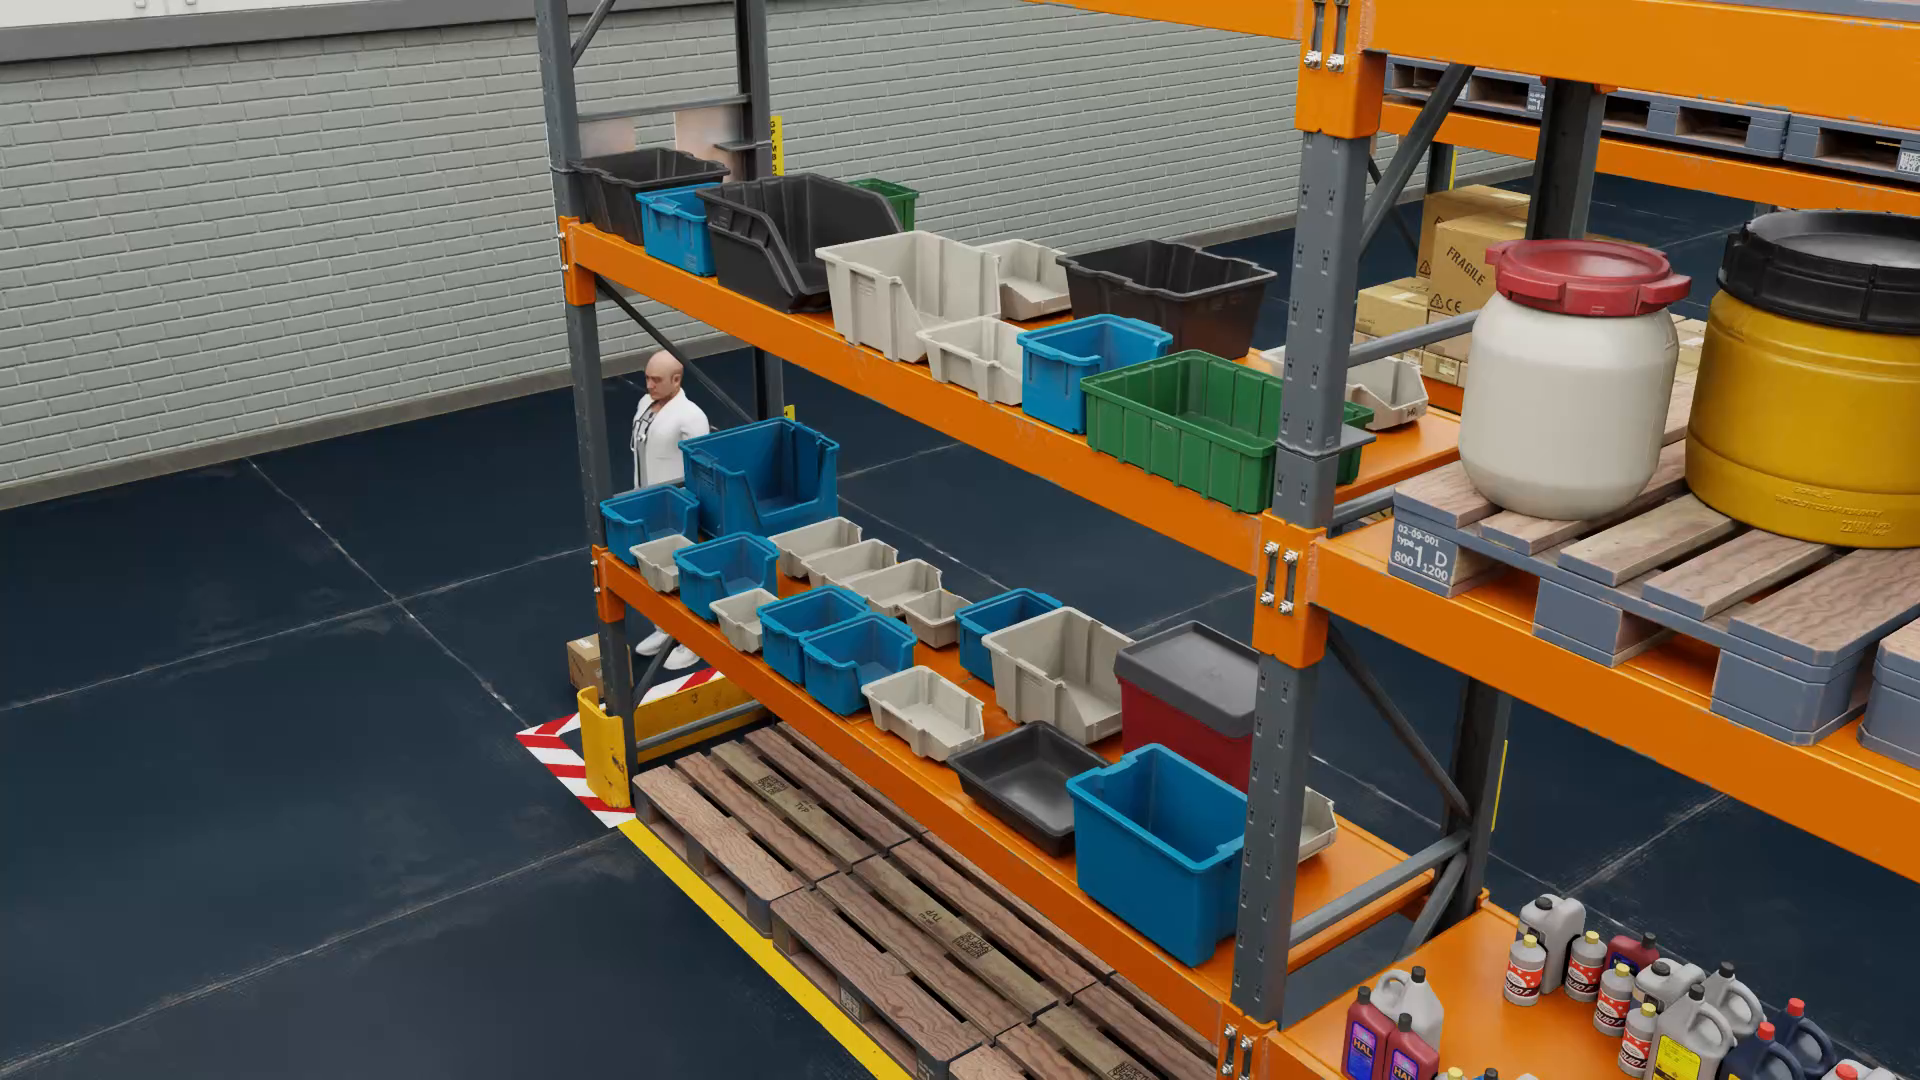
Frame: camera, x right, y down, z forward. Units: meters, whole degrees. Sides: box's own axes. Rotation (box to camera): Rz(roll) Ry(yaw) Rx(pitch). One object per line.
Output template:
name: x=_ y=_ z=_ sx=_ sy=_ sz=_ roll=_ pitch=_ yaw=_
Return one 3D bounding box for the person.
person: x=-1.569 y=-0.160 z=8.983 sx=0.391 sy=1.777 sz=0.561 roll=-21 pitch=32 yaw=-38
